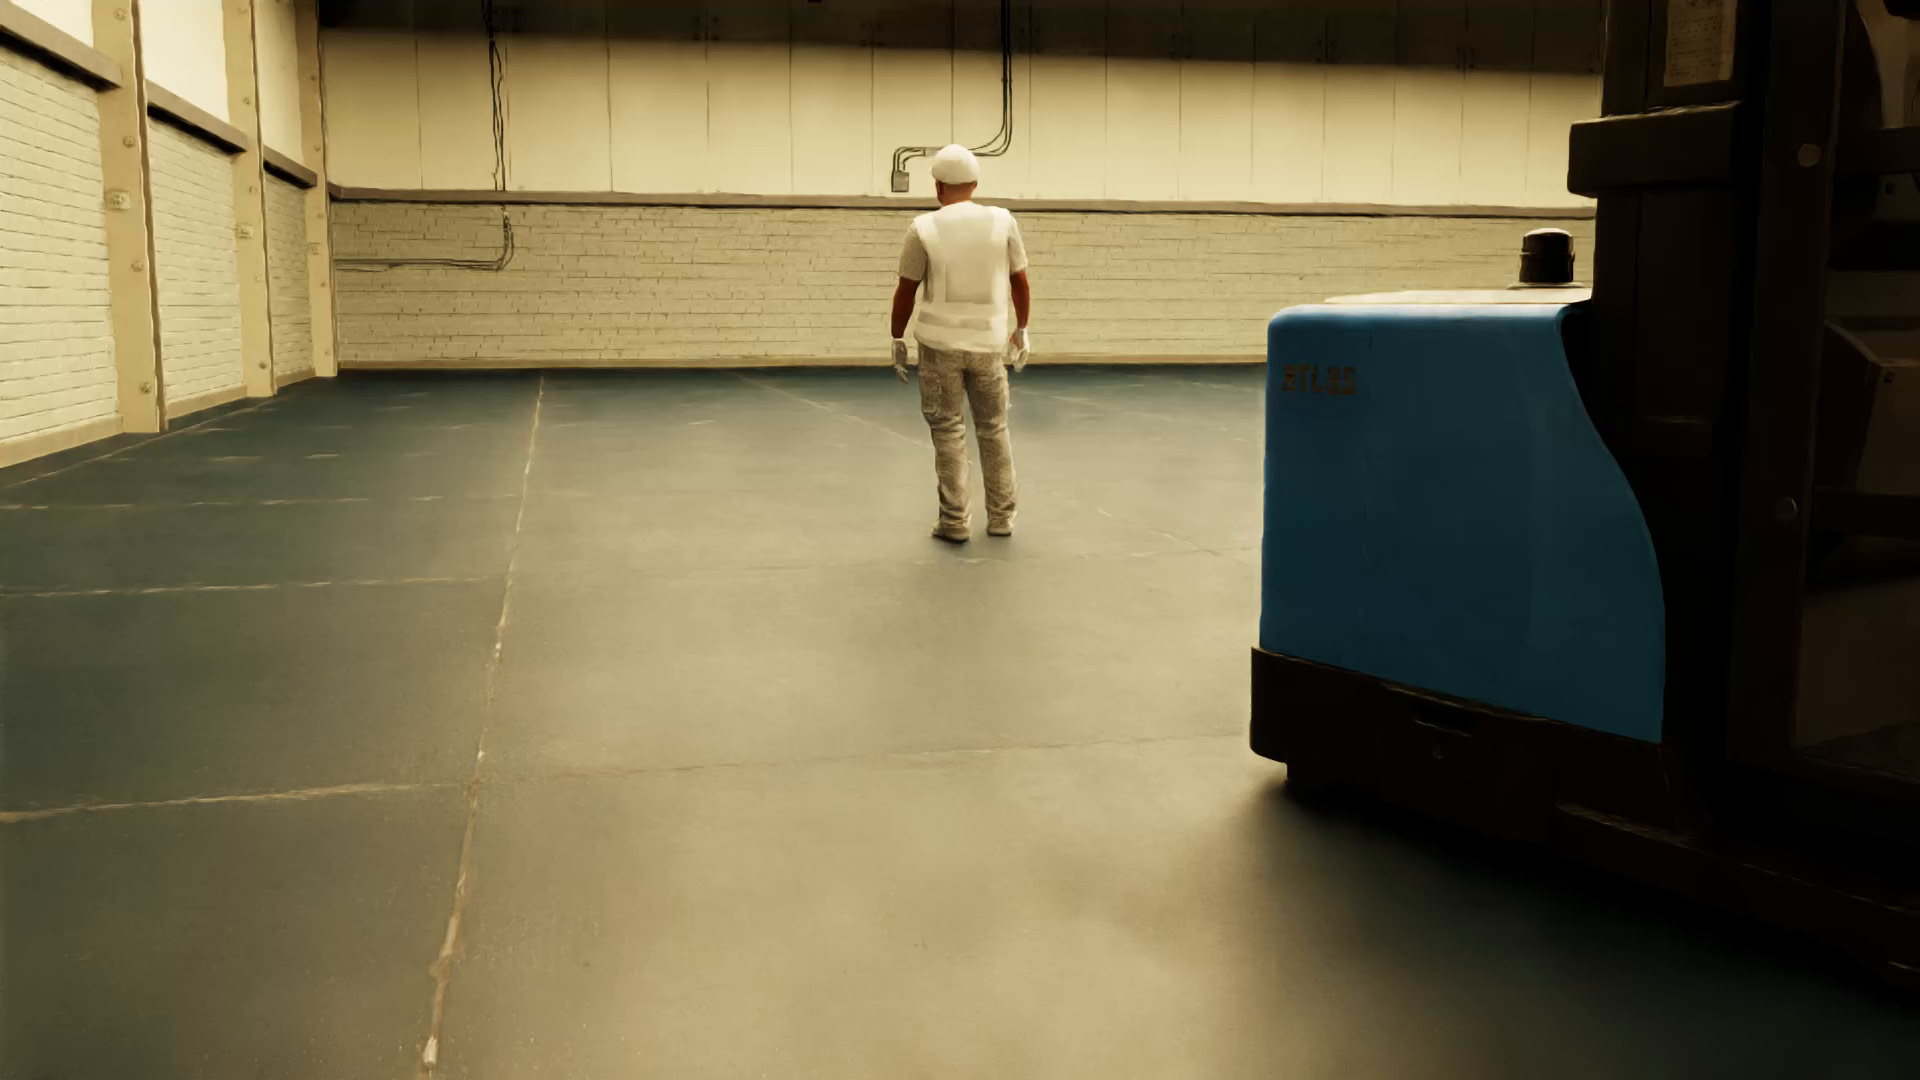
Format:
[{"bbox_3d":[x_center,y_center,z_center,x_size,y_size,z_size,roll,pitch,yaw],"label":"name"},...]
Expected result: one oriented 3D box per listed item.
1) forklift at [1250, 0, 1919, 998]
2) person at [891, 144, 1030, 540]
[{"bbox_3d":[1.894,-0.772,2.656,1.130,2.935,3.031,-5,10,-33],"label":"forklift"},{"bbox_3d":[-0.009,-0.900,7.654,0.655,1.782,0.576,-2,8,-13],"label":"person"}]
